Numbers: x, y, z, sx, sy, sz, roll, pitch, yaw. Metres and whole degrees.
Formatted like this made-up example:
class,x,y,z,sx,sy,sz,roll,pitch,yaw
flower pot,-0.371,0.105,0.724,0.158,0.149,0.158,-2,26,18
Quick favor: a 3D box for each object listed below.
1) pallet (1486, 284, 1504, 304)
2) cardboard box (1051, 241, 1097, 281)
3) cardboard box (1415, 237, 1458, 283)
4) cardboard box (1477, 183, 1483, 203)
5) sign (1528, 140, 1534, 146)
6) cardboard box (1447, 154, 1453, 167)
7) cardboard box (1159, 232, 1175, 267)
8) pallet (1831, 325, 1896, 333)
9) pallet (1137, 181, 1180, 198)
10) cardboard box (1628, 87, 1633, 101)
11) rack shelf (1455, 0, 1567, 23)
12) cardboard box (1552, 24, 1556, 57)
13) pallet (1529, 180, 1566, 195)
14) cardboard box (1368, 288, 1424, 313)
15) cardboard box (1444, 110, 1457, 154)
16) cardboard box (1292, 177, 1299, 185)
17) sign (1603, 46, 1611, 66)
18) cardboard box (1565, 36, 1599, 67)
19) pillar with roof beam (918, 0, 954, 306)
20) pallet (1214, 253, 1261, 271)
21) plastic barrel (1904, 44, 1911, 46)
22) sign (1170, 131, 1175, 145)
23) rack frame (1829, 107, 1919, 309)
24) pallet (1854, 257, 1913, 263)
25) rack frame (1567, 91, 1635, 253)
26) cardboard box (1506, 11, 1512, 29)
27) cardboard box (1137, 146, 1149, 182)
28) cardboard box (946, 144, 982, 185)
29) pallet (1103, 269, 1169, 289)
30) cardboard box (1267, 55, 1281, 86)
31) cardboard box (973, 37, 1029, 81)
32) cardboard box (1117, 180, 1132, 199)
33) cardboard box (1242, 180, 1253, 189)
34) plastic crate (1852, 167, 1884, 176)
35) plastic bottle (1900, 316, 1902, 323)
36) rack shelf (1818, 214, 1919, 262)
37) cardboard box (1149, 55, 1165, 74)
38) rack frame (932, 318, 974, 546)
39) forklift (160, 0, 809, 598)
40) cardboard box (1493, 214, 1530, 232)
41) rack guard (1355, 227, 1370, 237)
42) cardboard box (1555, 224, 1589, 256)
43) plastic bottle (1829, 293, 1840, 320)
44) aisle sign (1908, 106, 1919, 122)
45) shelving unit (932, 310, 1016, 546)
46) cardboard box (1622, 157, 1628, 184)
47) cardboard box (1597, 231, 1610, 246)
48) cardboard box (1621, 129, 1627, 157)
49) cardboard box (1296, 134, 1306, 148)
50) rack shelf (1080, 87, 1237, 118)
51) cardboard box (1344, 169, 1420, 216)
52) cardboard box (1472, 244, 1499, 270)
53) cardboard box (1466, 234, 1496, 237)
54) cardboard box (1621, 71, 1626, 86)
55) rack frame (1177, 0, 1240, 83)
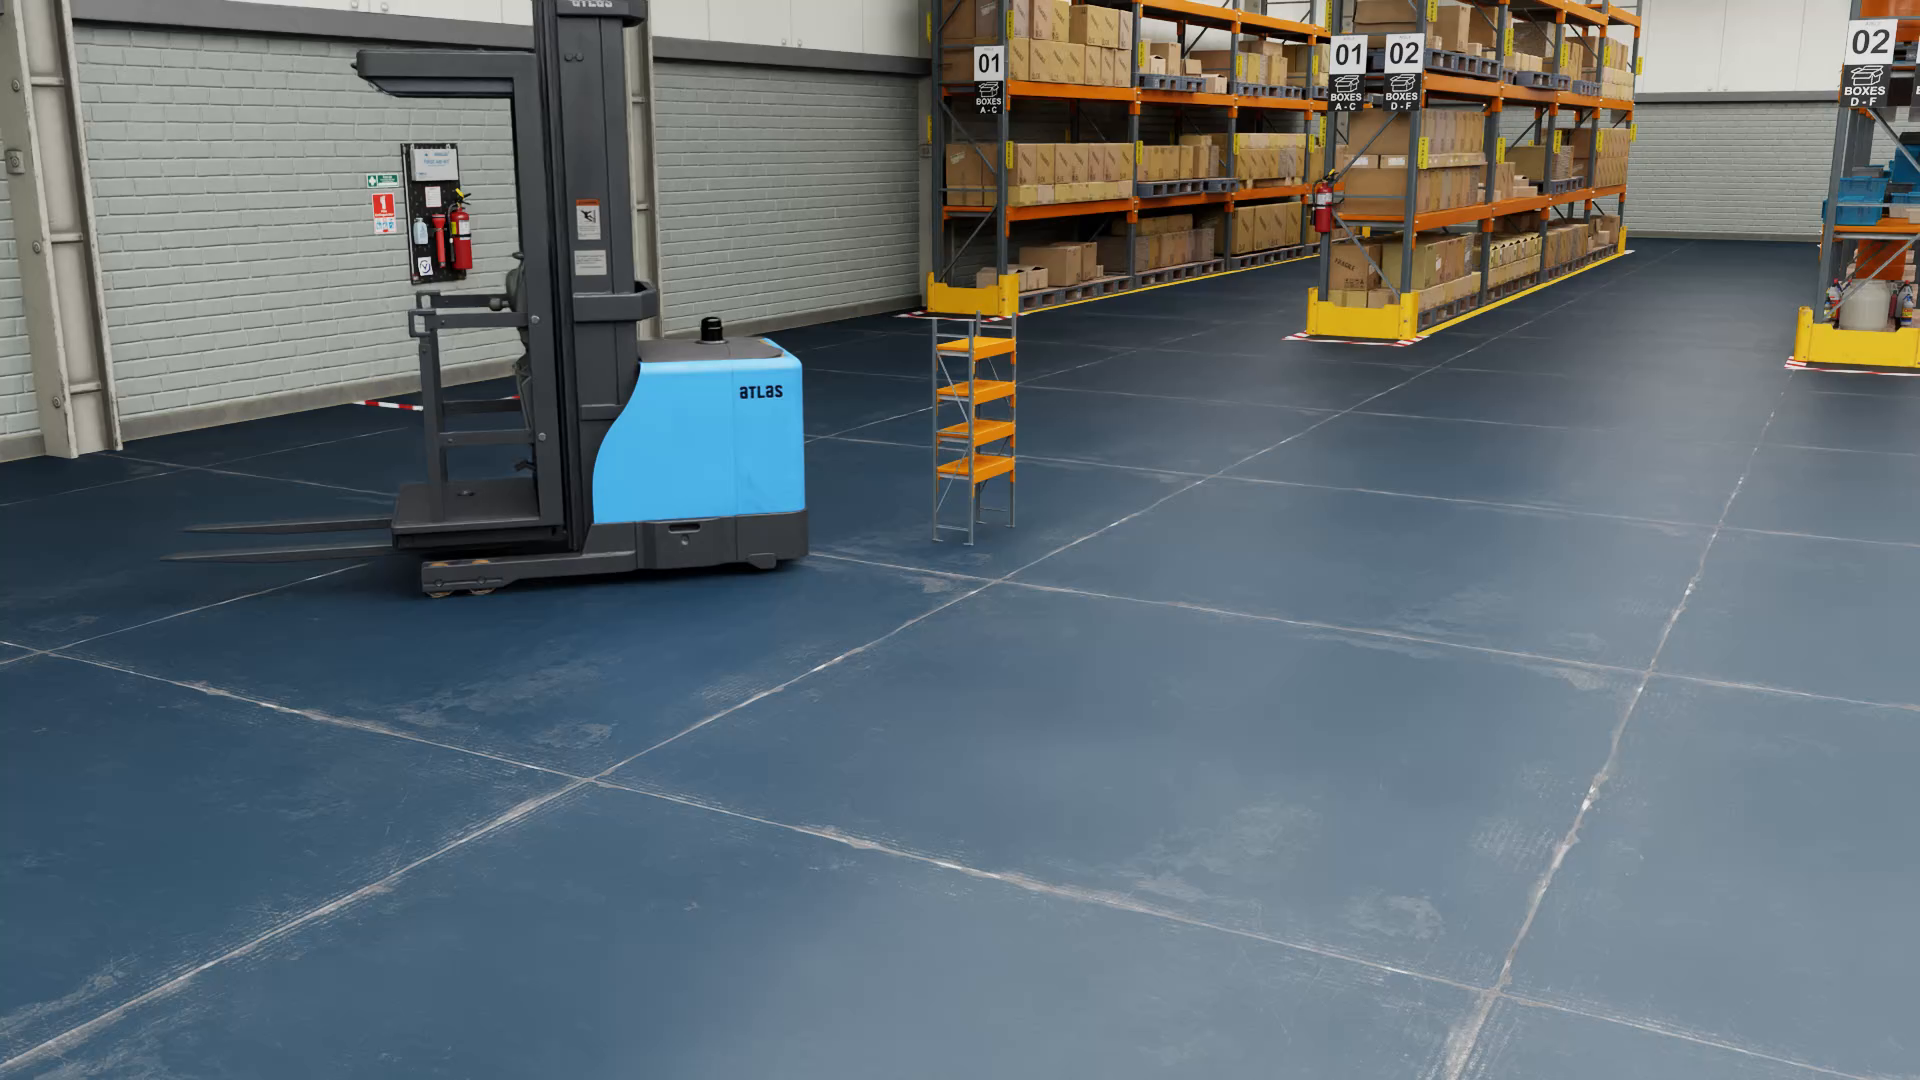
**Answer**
class,x,y,z,sx,sy,sz,roll,pitch,yaw
pallet,6.712,-3.353,22.490,1.003,0.211,1.213,7,15,28
cardboard box,1.585,-3.894,23.182,0.500,0.500,0.500,6,15,24
cardboard box,5.638,-3.356,19.926,0.500,0.500,0.500,7,15,28
cardboard box,6.590,-4.586,21.975,0.500,0.250,0.500,9,16,32
sign,9.779,-6.675,28.473,0.100,0.325,0.005,7,15,28
cardboard box,5.578,-4.467,19.567,0.380,0.149,0.250,8,15,29
cardboard box,2.881,-4.477,25.597,0.700,0.500,0.500,8,15,29
pallet,9.184,-2.002,16.885,1.003,0.211,1.213,7,15,28
pallet,2.549,-5.160,24.447,1.003,0.211,1.213,7,15,28
cardboard box,12.173,-8.265,30.835,0.500,0.250,0.500,7,15,28
rack shelf,7.357,-7.335,22.648,1.077,0.370,4.000,7,15,28
cardboard box,8.787,-7.560,25.244,0.500,0.500,0.500,7,15,28
pallet,8.590,-5.427,25.554,1.213,0.211,1.003,7,15,28
cardboard box,4.910,-2.684,18.739,0.500,0.250,0.500,7,15,28
cardboard box,5.453,-4.831,19.692,0.700,0.500,0.500,7,15,28
cardboard box,5.902,-6.486,30.031,0.380,0.149,0.250,8,16,29
sign,10.745,-8.033,27.610,0.100,0.325,0.005,7,15,28
cardboard box,10.459,-8.291,28.277,0.700,0.500,0.500,7,15,28
pillar with roof beam,3.468,-6.963,18.715,9.100,9.000,0.400,7,15,28
pallet,4.433,-4.732,28.209,1.003,0.211,1.213,7,15,28
plastic barrel,9.230,-5.172,16.390,0.600,0.588,0.600,0,14,0
sign,3.498,-6.559,27.369,0.100,0.325,0.005,7,15,28
rack frame,10.724,-3.991,19.187,1.000,3.000,0.127,7,15,28
pallet,14.913,-4.432,26.966,1.003,0.211,1.213,7,15,28
rack frame,12.191,-7.015,31.730,1.000,3.000,0.127,7,15,28
cardboard box,6.978,-6.748,22.049,0.500,0.500,0.500,9,16,33
cardboard box,2.328,-5.476,24.197,0.700,0.500,0.500,7,15,28
cardboard box,0.160,-4.715,20.867,0.500,0.500,0.500,7,15,27
pallet,2.427,-3.918,24.833,1.003,0.211,1.213,7,15,28
cardboard box,5.185,-8.186,29.035,0.700,0.500,0.500,7,15,27
cardboard box,0.499,-5.849,20.240,0.500,0.500,0.500,8,16,30
cardboard box,2.088,-4.919,23.313,0.500,0.250,0.500,7,15,28
cardboard box,4.679,-5.958,27.842,0.380,0.149,0.250,8,16,30
plastic crate,11.609,-4.546,21.352,0.402,0.464,0.583,7,15,28
plastic bottle,9.990,-2.382,17.544,0.097,0.201,0.097,0,14,0
rack shelf,9.757,-3.231,17.569,1.077,0.370,4.000,7,15,28
cardboard box,2.684,-6.962,24.404,0.500,0.311,0.500,8,16,30
rack frame,-0.038,-0.567,8.826,0.240,1.200,0.015,7,15,28
forklift,-2.343,-1.289,8.125,3.031,2.935,1.130,-4,14,-15
cardboard box,8.594,-4.967,26.032,0.500,0.250,0.500,8,16,30
rack guard,7.864,-6.365,34.368,1.175,0.500,0.348,7,15,28
cardboard box,10.270,-5.059,28.013,0.500,0.500,0.500,7,15,28
plastic bottle,9.440,-2.535,18.021,0.152,0.276,0.135,8,15,28
aisle sign,16.817,-7.698,29.018,0.394,0.787,0.004,7,15,28
shelving unit,0.080,-0.617,9.034,0.258,1.200,0.503,7,15,28
cardboard box,12.213,-6.941,31.209,0.500,0.500,0.500,8,16,30
cardboard box,11.658,-5.561,30.628,0.500,0.250,0.500,7,15,28
cardboard box,11.973,-7.323,30.663,0.500,0.500,0.500,8,16,30
cardboard box,5.917,-7.197,29.996,0.500,0.250,0.500,8,16,29
rack shelf,3.019,-6.632,25.278,1.077,0.370,4.000,7,15,28
cardboard box,4.693,-3.875,18.494,0.700,0.500,0.500,7,15,28
cardboard box,6.808,-3.749,21.960,0.500,0.311,0.500,7,15,28
cardboard box,7.567,-4.331,24.371,0.500,0.311,0.500,7,15,27
cardboard box,11.679,-8.304,29.931,0.500,0.250,0.500,7,15,28
rack frame,3.985,-8.850,26.544,1.000,3.000,0.127,7,15,28
